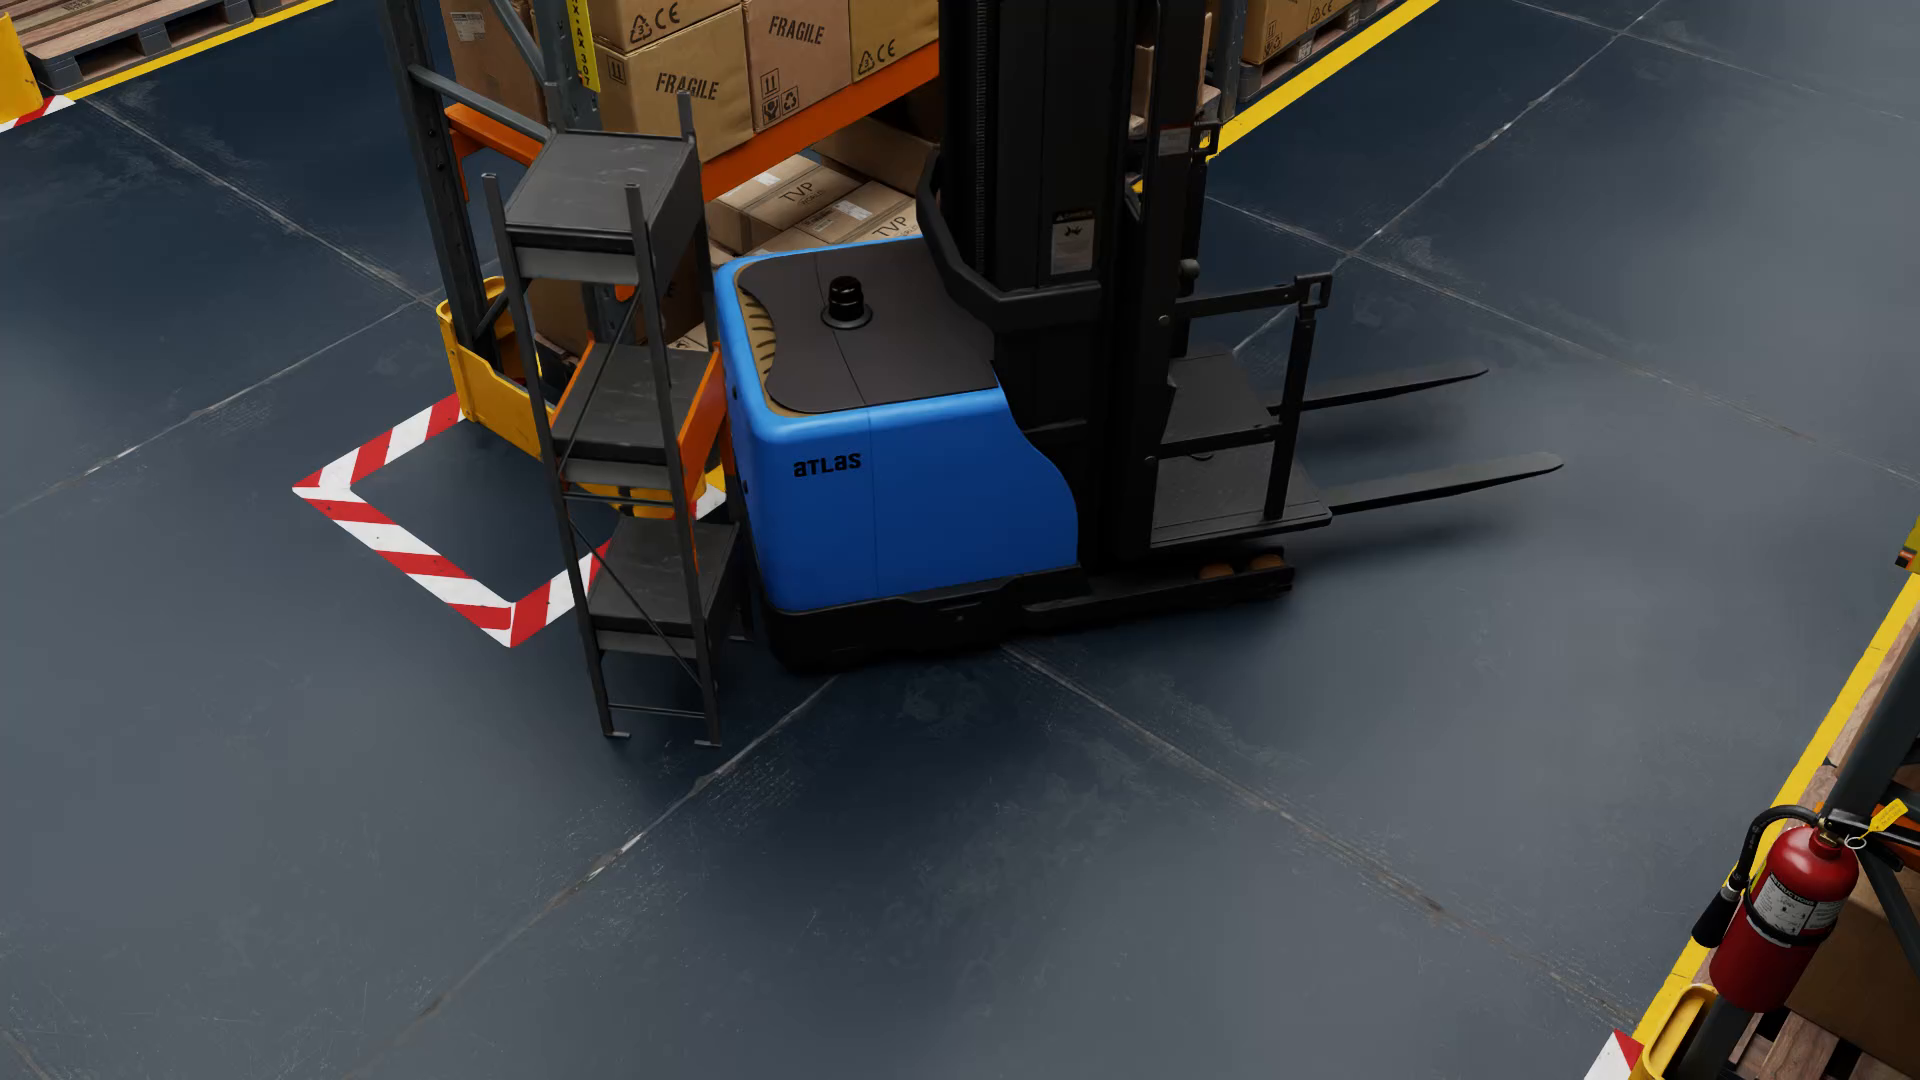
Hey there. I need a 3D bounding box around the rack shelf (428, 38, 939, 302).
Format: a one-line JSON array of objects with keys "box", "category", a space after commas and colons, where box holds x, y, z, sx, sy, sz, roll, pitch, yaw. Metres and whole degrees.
[{"box": [-0.278, -2.202, 6.976, 1.077, 0.370, 4.000, 29, 50, 28], "category": "rack shelf"}]

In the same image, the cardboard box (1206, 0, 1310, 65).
[{"box": [1.507, -2.879, 8.718, 0.500, 0.500, 0.500, 27, 49, 27], "category": "cardboard box"}]

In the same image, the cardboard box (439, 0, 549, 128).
[{"box": [-1.485, -1.823, 5.951, 0.500, 0.500, 0.500, 31, 51, 30], "category": "cardboard box"}]

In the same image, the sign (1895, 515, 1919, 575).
[{"box": [1.823, -0.053, 3.042, 0.100, 0.325, 0.005, 29, 50, 28], "category": "sign"}]

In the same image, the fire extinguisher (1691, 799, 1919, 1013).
[{"box": [1.779, 0.749, 3.531, 0.296, 0.674, 0.183, 29, 50, 28], "category": "fire extinguisher"}]

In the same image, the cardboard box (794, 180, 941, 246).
[{"box": [-0.354, -1.255, 7.118, 0.500, 0.250, 0.500, 29, 50, 28], "category": "cardboard box"}]

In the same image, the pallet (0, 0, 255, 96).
[{"box": [-4.793, -2.961, 9.349, 1.003, 0.211, 1.213, 29, 50, 28], "category": "pallet"}]

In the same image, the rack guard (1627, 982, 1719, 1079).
[{"box": [2.213, 1.642, 4.072, 1.175, 0.500, 0.348, 29, 50, 28], "category": "rack guard"}]

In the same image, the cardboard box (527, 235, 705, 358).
[{"box": [-1.404, -1.062, 6.720, 0.500, 0.500, 0.500, 29, 50, 28], "category": "cardboard box"}]

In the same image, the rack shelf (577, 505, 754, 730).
[{"box": [-0.954, 0.254, 5.471, 0.431, 0.518, 0.480, 5, 43, 6], "category": "rack shelf"}]

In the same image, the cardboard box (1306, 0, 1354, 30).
[{"box": [1.842, -3.159, 9.025, 0.500, 0.500, 0.500, 30, 50, 29], "category": "cardboard box"}]

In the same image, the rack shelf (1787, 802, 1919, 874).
[{"box": [3.516, -0.059, 4.620, 1.077, 0.370, 4.000, 29, 50, 28], "category": "rack shelf"}]

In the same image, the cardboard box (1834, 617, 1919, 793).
[{"box": [2.549, 0.327, 3.438, 0.980, 0.700, 0.700, 32, 51, 30], "category": "cardboard box"}]

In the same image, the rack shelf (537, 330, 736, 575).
[{"box": [-0.954, -0.264, 5.000, 0.431, 0.518, 0.480, 5, 43, 6], "category": "rack shelf"}]

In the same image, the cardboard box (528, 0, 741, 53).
[{"box": [-1.078, -1.959, 5.357, 0.500, 0.500, 0.500, 31, 51, 30], "category": "cardboard box"}]

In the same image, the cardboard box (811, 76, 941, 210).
[{"box": [-0.196, -1.767, 7.492, 0.797, 0.503, 0.637, 29, 50, 28], "category": "cardboard box"}]

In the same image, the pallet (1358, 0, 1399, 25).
[{"box": [2.289, -3.532, 9.978, 1.003, 0.211, 1.213, 29, 50, 28], "category": "pallet"}]

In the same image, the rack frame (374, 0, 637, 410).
[{"box": [-1.565, -1.438, 5.602, 1.000, 3.000, 0.127, 29, 50, 28], "category": "rack frame"}]

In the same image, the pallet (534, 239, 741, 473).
[{"box": [-1.004, -0.856, 7.035, 1.003, 0.211, 1.213, 29, 50, 28], "category": "pallet"}]

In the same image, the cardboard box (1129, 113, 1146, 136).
[{"box": [0.664, -1.970, 7.979, 0.380, 0.149, 0.250, 29, 50, 28], "category": "cardboard box"}]

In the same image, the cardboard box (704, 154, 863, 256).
[{"box": [-0.769, -1.446, 7.328, 0.500, 0.250, 0.500, 29, 50, 28], "category": "cardboard box"}]

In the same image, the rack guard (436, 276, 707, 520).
[{"box": [-1.516, -0.552, 6.486, 1.175, 0.500, 0.348, 29, 50, 28], "category": "rack guard"}]

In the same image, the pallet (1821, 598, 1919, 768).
[{"box": [3.469, 0.666, 5.361, 1.003, 0.211, 1.213, 29, 50, 28], "category": "pallet"}]

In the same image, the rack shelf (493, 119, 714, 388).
[{"box": [-0.954, -0.782, 4.529, 0.431, 0.518, 0.480, 5, 43, 6], "category": "rack shelf"}]

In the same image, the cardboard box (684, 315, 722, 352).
[{"box": [-0.872, -0.748, 6.622, 0.380, 0.166, 0.250, 29, 50, 28], "category": "cardboard box"}]

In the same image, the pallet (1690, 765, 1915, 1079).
[{"box": [2.684, 1.291, 4.673, 1.003, 0.211, 1.213, 29, 50, 28], "category": "pallet"}]

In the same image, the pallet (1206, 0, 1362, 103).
[{"box": [1.504, -2.901, 9.284, 1.003, 0.211, 1.213, 29, 50, 28], "category": "pallet"}]

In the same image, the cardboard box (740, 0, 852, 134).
[{"box": [-0.750, -1.857, 5.989, 0.500, 0.500, 0.500, 29, 50, 28], "category": "cardboard box"}]

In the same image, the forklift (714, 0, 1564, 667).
[{"box": [0.716, -1.177, 5.366, 3.031, 2.935, 1.130, -9, 43, -10], "category": "forklift"}]

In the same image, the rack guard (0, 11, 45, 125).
[{"box": [-5.359, -2.642, 8.784, 1.175, 0.500, 0.348, 29, 50, 28], "category": "rack guard"}]

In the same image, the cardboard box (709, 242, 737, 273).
[{"box": [-1.074, -1.109, 7.019, 0.380, 0.166, 0.250, 29, 50, 28], "category": "cardboard box"}]

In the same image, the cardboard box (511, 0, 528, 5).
[{"box": [-1.489, -2.193, 5.615, 0.500, 0.500, 0.500, 29, 50, 28], "category": "cardboard box"}]

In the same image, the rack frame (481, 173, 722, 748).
[{"box": [-0.987, -0.111, 4.812, 0.400, 2.100, 0.015, 5, 43, 6], "category": "rack frame"}]

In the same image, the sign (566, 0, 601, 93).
[{"box": [-1.150, -1.523, 5.052, 0.100, 0.325, 0.005, 29, 50, 28], "category": "sign"}]

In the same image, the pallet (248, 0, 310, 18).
[{"box": [-4.008, -3.586, 10.037, 1.003, 0.211, 1.213, 29, 50, 28], "category": "pallet"}]

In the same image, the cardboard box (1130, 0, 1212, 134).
[{"box": [0.860, -2.319, 8.102, 0.500, 0.500, 0.500, 29, 50, 28], "category": "cardboard box"}]

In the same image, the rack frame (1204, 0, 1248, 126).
[{"box": [1.009, -3.498, 7.867, 1.000, 3.000, 0.127, 29, 50, 28], "category": "rack frame"}]

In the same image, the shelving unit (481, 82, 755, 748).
[{"box": [-0.954, -0.274, 4.991, 0.431, 2.100, 0.503, 5, 43, 6], "category": "shelving unit"}]

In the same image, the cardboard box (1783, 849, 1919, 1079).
[{"box": [2.603, 1.071, 4.389, 0.700, 0.500, 0.500, 29, 50, 28], "category": "cardboard box"}]

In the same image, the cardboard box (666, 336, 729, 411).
[{"box": [-1.032, -0.613, 6.486, 0.380, 0.149, 0.250, 29, 50, 28], "category": "cardboard box"}]

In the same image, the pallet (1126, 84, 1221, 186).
[{"box": [0.567, -2.113, 8.417, 1.003, 0.211, 1.213, 29, 50, 28], "category": "pallet"}]

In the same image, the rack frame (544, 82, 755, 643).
[{"box": [-0.921, -0.437, 5.169, 0.400, 2.100, 0.015, 5, 43, 6], "category": "rack frame"}]

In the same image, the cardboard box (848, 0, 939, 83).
[{"box": [-0.424, -2.114, 6.271, 0.500, 0.500, 0.500, 29, 50, 28], "category": "cardboard box"}]

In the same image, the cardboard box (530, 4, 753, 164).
[{"box": [-1.078, -1.589, 5.694, 0.500, 0.500, 0.500, 31, 50, 29], "category": "cardboard box"}]

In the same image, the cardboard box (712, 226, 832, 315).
[{"box": [-0.676, -0.998, 6.835, 0.500, 0.250, 0.500, 29, 50, 28], "category": "cardboard box"}]
